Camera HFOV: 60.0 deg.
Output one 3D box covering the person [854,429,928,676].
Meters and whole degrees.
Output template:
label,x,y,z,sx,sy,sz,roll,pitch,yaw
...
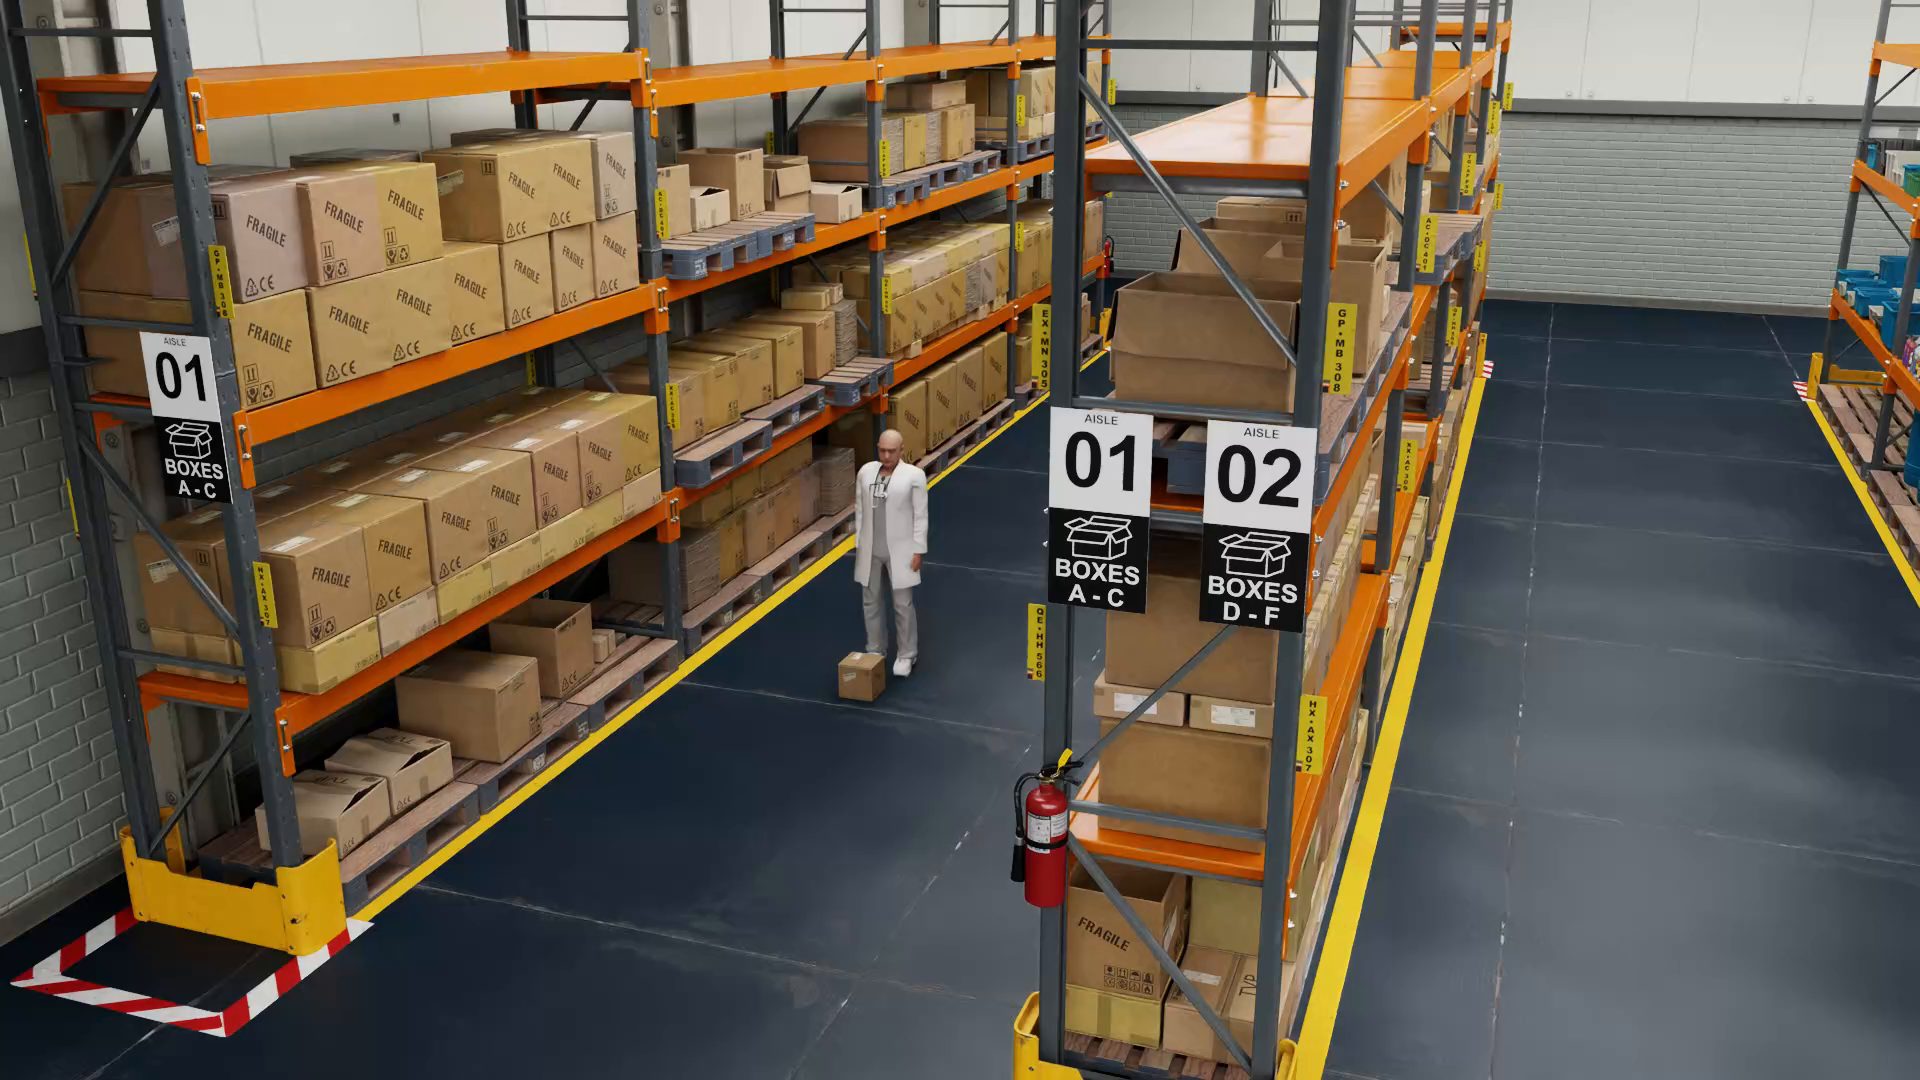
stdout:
label,x,y,z,sx,sy,sz,roll,pitch,yaw
person,-0.499,0.083,11.842,0.562,1.775,0.382,7,20,19
